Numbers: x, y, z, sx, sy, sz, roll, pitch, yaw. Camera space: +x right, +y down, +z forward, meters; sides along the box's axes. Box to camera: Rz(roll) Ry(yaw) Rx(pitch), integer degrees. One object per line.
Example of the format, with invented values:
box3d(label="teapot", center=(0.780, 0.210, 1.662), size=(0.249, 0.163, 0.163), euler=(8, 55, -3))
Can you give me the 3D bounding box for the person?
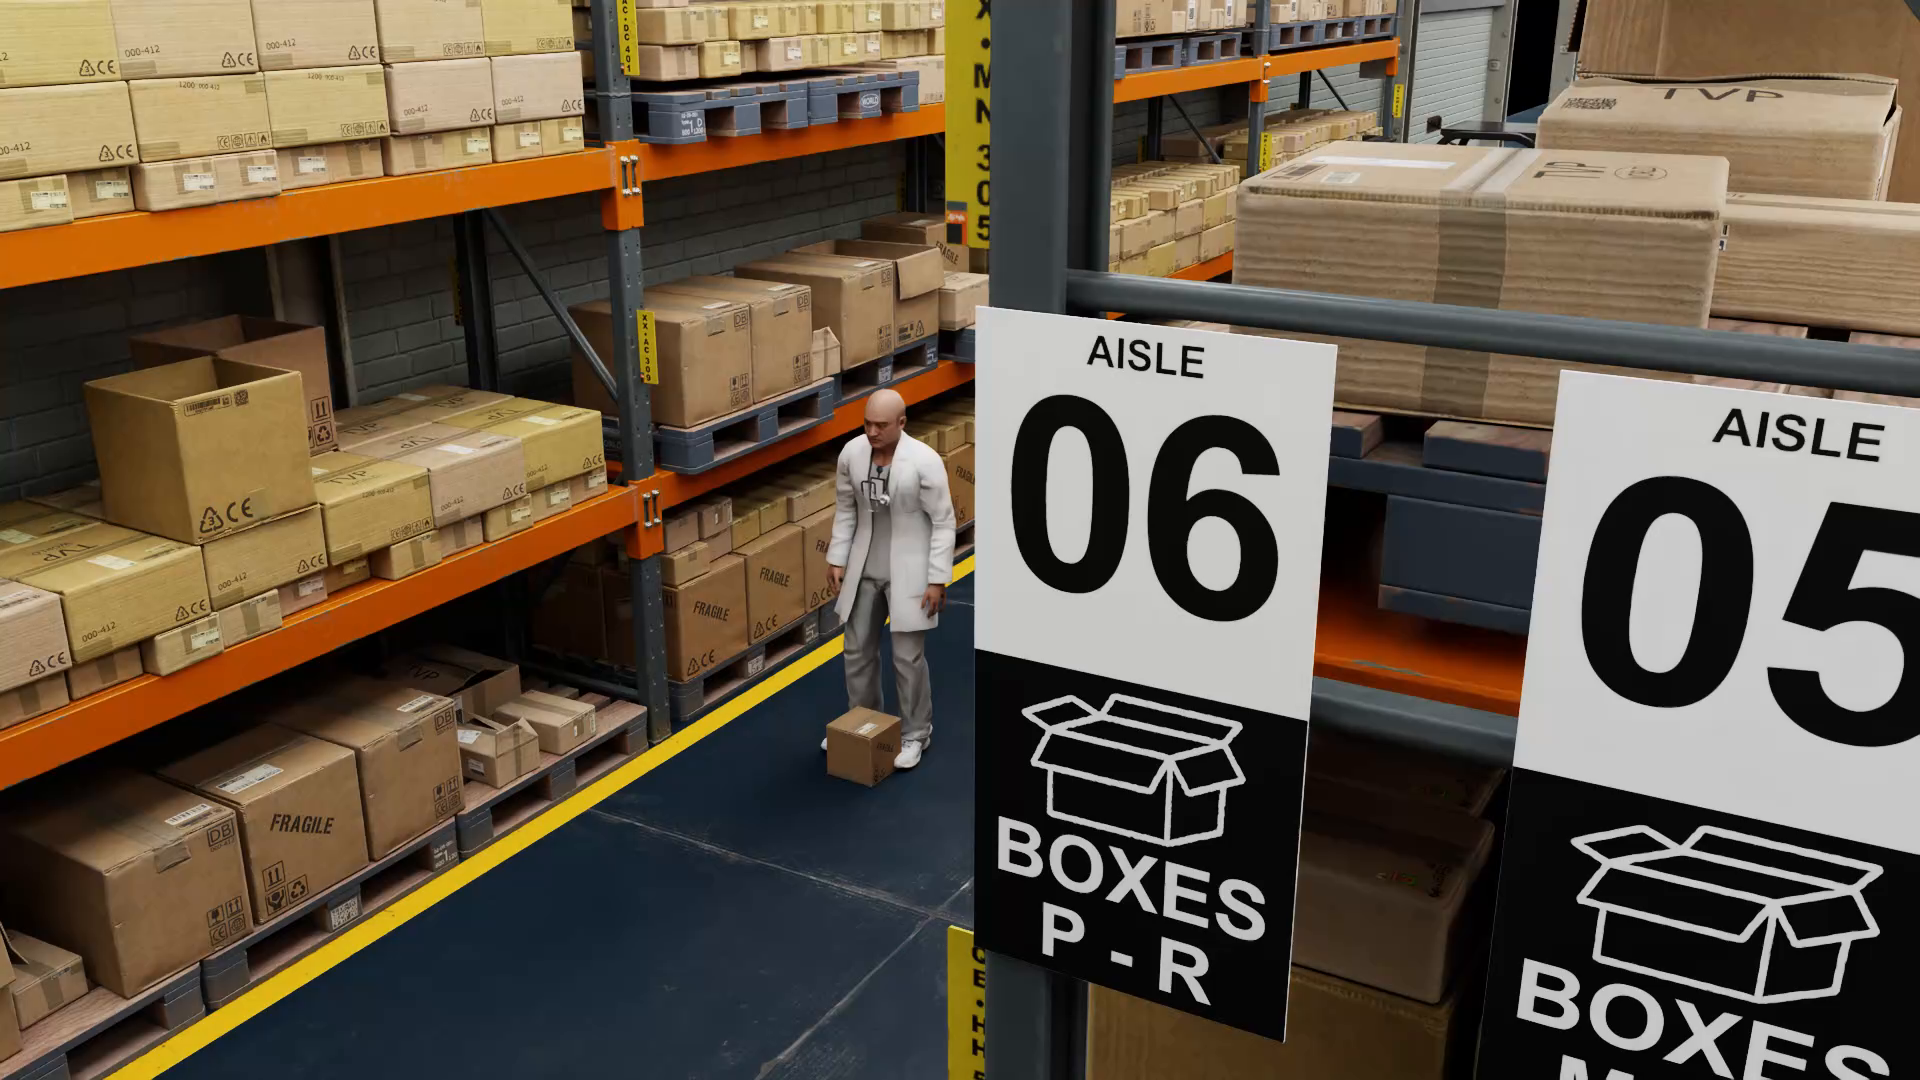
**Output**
box3d(label="person", center=(-0.326, 0.159, 7.631), size=(0.647, 1.774, 0.416), euler=(10, 21, 27))
